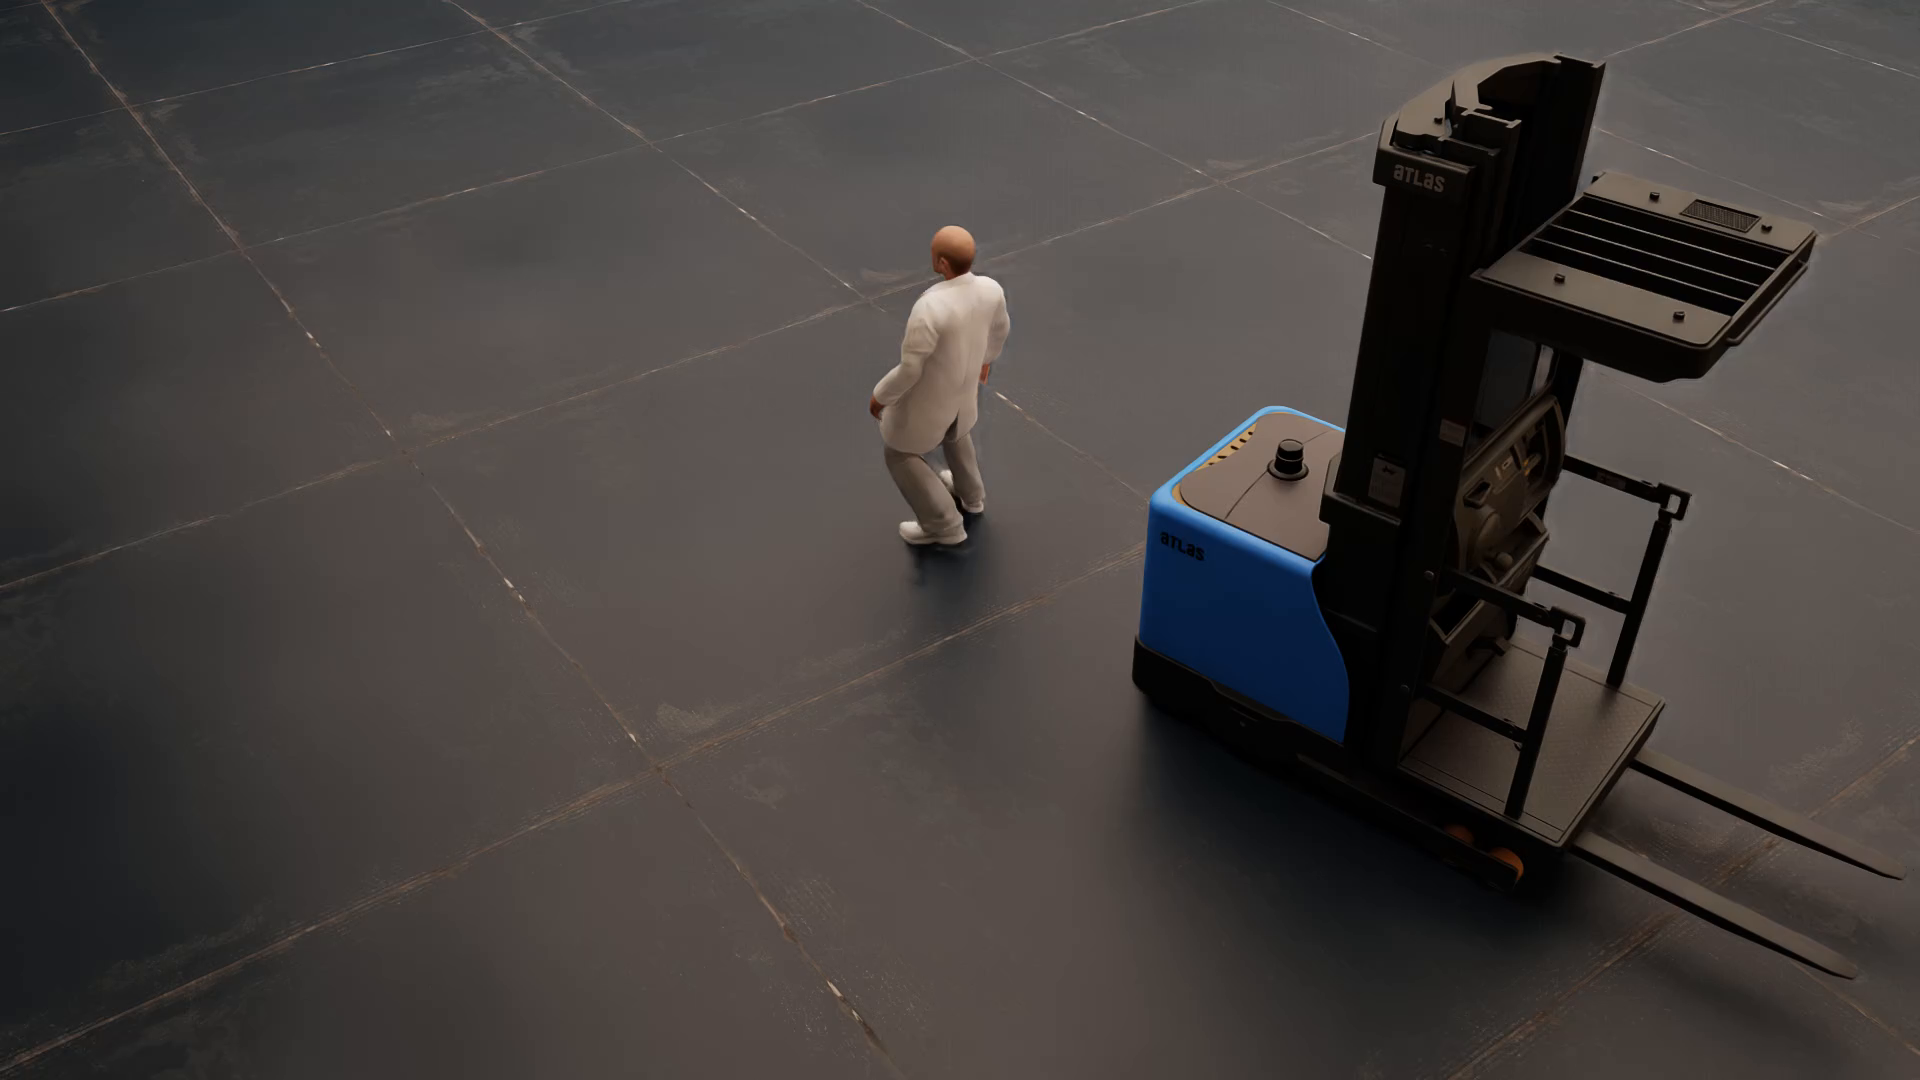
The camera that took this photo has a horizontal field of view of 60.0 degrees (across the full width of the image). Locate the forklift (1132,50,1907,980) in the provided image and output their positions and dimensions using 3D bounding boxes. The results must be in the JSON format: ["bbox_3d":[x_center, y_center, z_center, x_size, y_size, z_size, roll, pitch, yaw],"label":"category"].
[{"bbox_3d":[2.229,-0.161,6.163,3.031,2.935,1.130,26,44,31],"label":"forklift"}]

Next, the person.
[{"bbox_3d":[-0.109,-0.766,8.004,0.795,1.714,0.567,-30,46,-34],"label":"person"}]
